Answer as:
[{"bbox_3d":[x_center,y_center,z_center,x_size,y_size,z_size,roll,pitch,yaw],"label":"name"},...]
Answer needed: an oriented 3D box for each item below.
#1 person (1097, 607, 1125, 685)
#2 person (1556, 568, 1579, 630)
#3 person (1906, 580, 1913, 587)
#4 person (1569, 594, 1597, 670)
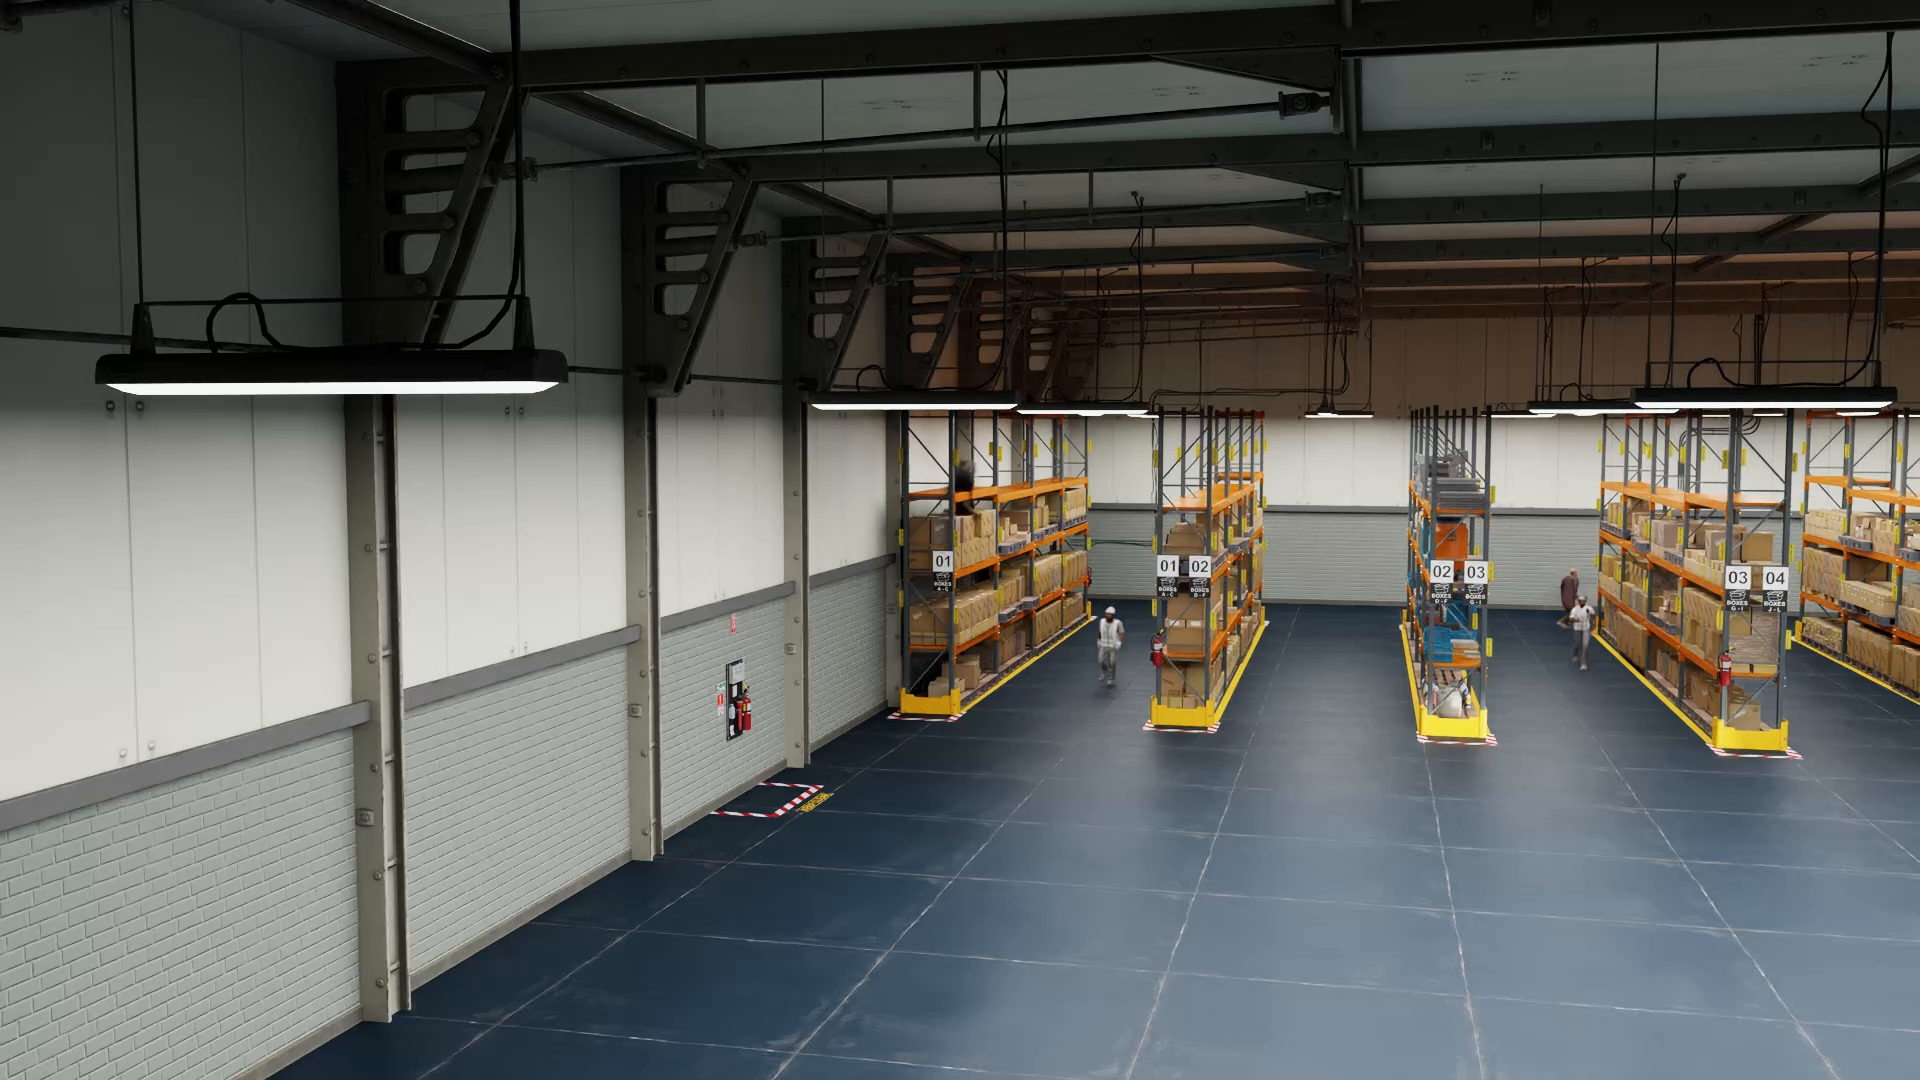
[{"bbox_3d":[3.209,2.286,35.733,0.690,1.731,0.801,1,4,17],"label":"person"},{"bbox_3d":[16.585,1.624,45.476,0.746,1.714,0.745,-2,4,-22],"label":"person"},{"bbox_3d":[24.411,1.859,42.581,0.629,1.646,0.652,-3,5,-37],"label":"person"},{"bbox_3d":[14.455,2.112,38.614,0.594,1.741,0.896,2,4,21],"label":"person"}]
